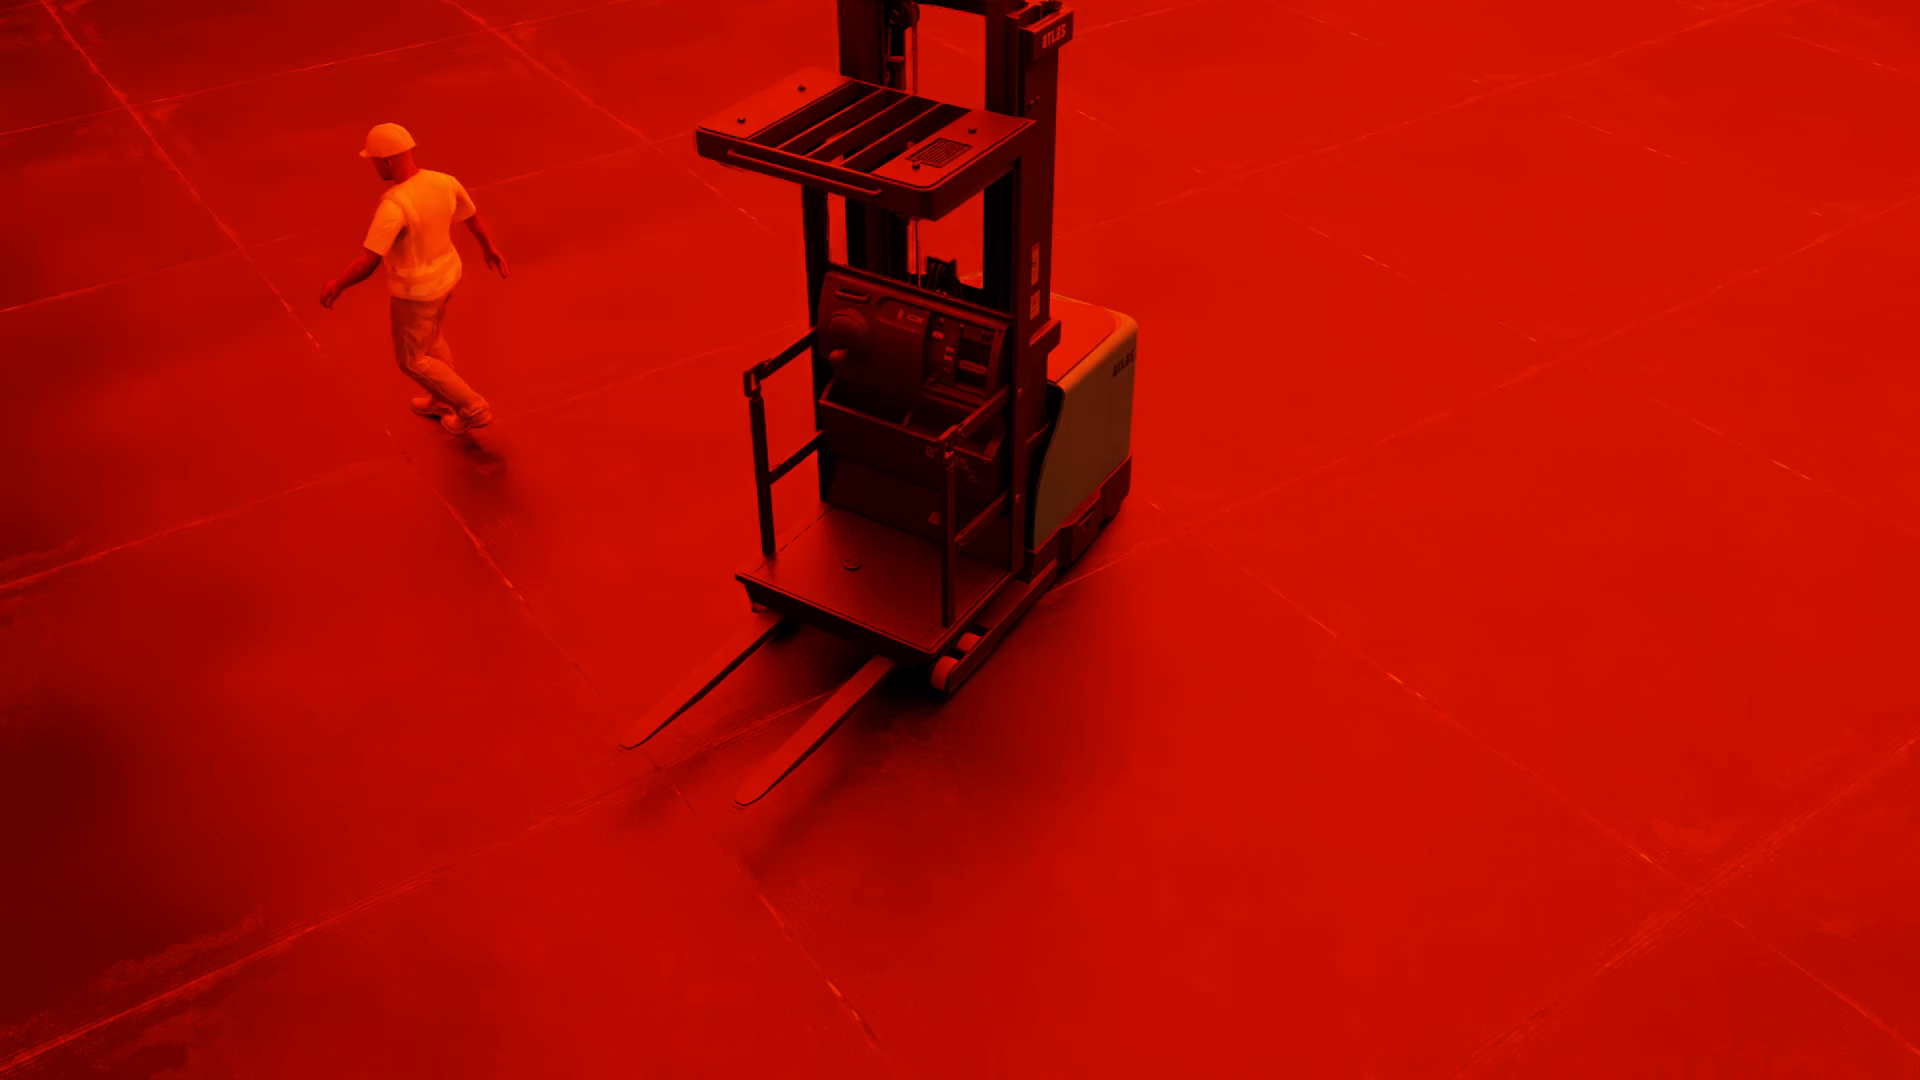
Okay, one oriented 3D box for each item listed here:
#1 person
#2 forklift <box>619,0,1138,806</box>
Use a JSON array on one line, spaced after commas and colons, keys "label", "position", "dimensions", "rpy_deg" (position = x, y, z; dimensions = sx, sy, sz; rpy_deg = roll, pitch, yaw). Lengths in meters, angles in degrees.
[{"label": "person", "position": [-2.836, -1.363, 8.785], "dimensions": [0.684, 1.746, 0.907], "rpy_deg": [10, 38, 14]}, {"label": "forklift", "position": [-0.328, -0.809, 7.039], "dimensions": [1.130, 2.935, 3.031], "rpy_deg": [21, 41, 25]}]
